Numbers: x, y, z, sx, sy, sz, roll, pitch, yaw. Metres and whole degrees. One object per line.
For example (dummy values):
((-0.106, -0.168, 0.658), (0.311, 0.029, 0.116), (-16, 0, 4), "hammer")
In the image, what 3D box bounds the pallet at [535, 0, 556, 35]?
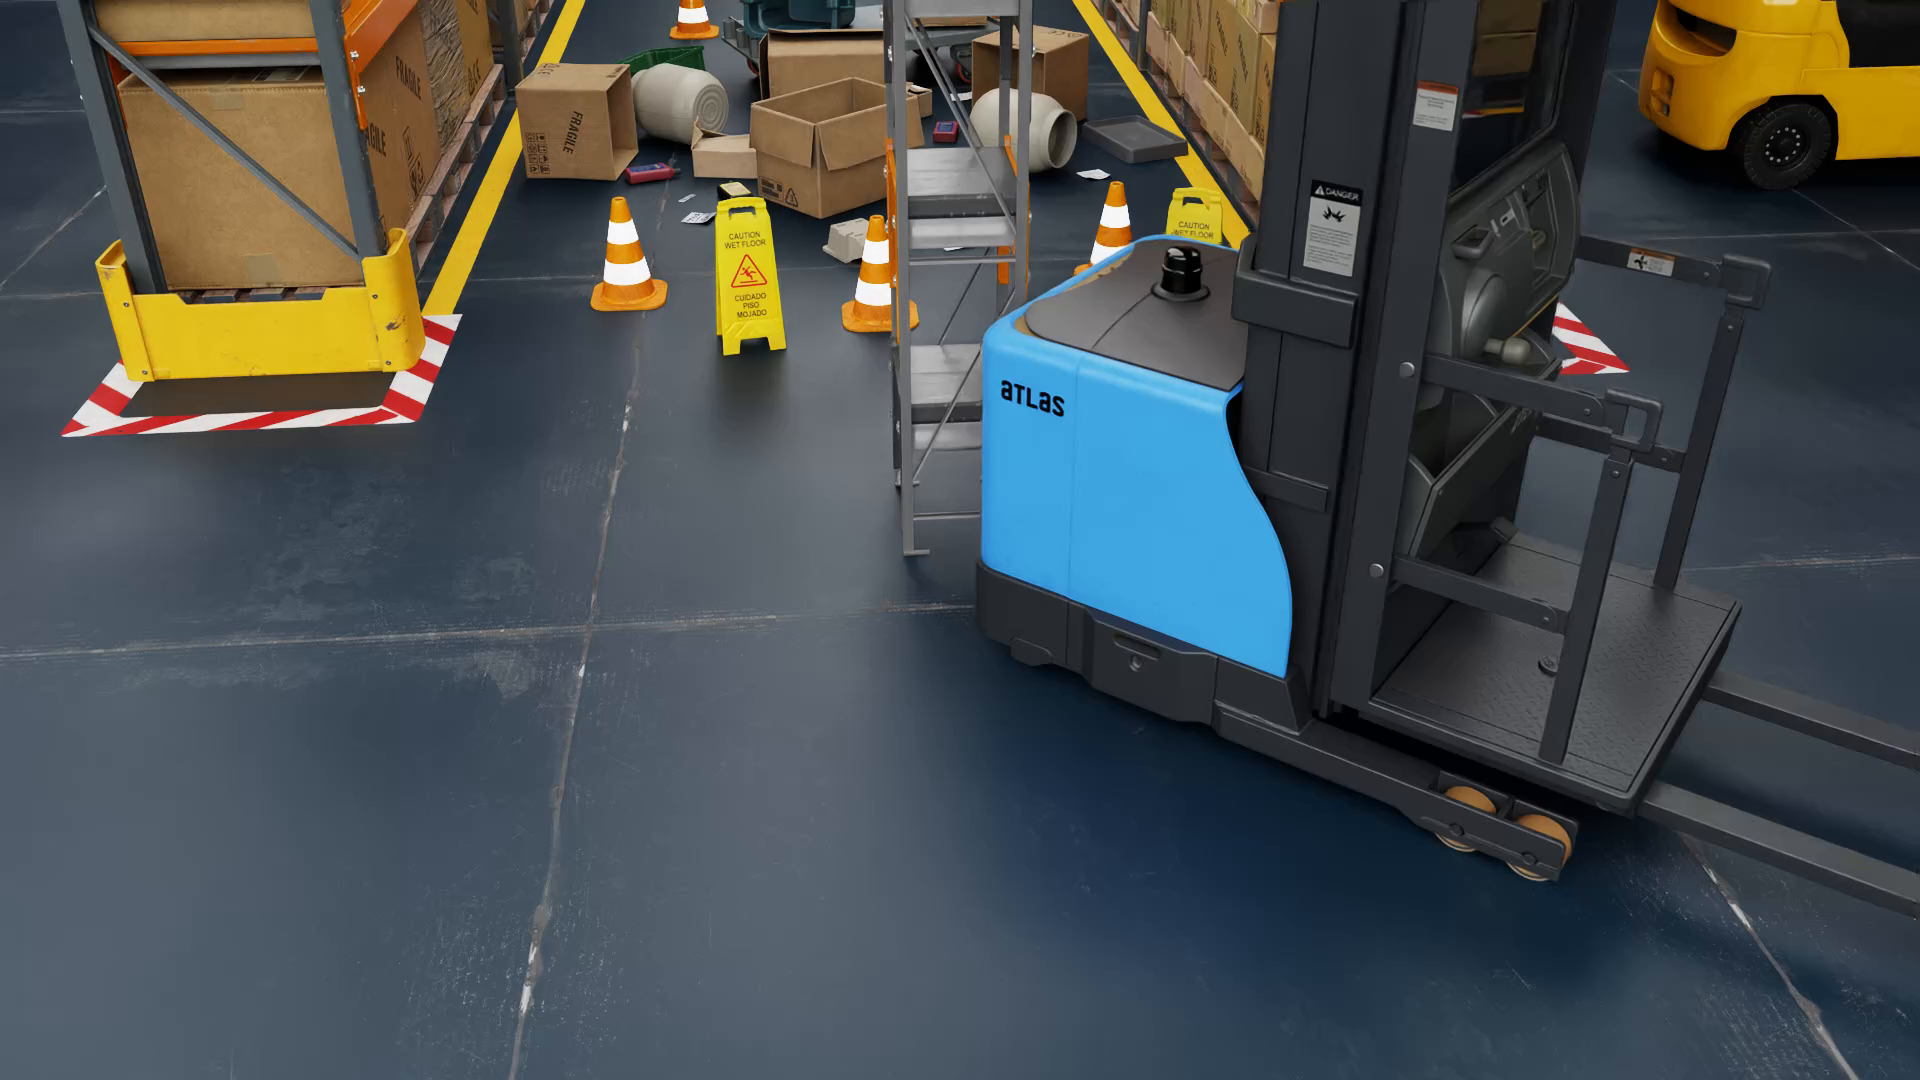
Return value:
((-3.515, -3.925, 12.115), (1.003, 0.211, 1.213), (-3, 31, -5), "pallet")

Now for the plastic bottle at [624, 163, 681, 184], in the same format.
((-1.666, -1.995, 9.030), (0.283, 0.061, 0.133), (-14, 33, -22), "plastic bottle")

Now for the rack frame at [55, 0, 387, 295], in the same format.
((-2.877, -2.065, 6.282), (1.000, 3.000, 0.127), (-3, 31, -5), "rack frame")

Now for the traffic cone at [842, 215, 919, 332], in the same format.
((-0.356, -1.196, 7.300), (0.336, 0.463, 0.334), (-3, 31, -5), "traffic cone")

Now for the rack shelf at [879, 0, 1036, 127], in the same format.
((-0.015, -1.575, 5.001), (0.431, 0.518, 0.480), (-3, 31, -5), "rack shelf")

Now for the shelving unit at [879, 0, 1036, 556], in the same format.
((-0.015, -0.986, 5.353), (0.431, 2.100, 0.503), (-3, 31, -5), "shelving unit")

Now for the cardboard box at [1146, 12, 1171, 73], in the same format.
((1.454, -3.082, 10.256), (0.500, 0.250, 0.500), (-4, 31, -7), "cardboard box")

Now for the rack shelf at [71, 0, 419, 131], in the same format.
((-3.064, -2.777, 8.176), (1.077, 0.370, 4.000), (-3, 31, -5), "rack shelf")

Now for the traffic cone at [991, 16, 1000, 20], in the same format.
((0.158, -3.873, 11.783), (0.336, 0.463, 0.334), (-3, 31, -5), "traffic cone")

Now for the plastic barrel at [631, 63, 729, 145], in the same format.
((-1.618, -2.495, 9.515), (0.512, 0.421, 0.421), (20, 36, 29), "plastic barrel")

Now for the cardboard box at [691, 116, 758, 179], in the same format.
((-1.257, -2.144, 9.081), (0.396, 0.266, 0.258), (2, 31, 4), "cardboard box")

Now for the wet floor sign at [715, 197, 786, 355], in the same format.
((-0.903, -1.134, 7.020), (0.267, 0.644, 0.232), (-8, 32, -13), "wet floor sign")

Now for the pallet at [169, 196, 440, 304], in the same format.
((-3.030, -1.272, 7.674), (1.003, 0.211, 1.213), (-3, 31, -5), "pallet")

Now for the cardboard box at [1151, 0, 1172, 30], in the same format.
((1.454, -3.404, 10.064), (0.500, 0.500, 0.500), (-1, 31, -2), "cardboard box")

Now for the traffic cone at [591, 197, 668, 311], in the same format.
((-1.513, -1.315, 7.500), (0.336, 0.463, 0.334), (-3, 31, -5), "traffic cone")

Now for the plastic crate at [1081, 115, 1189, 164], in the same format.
((0.998, -2.302, 9.525), (0.402, 0.080, 0.583), (-14, 33, -22), "plastic crate")

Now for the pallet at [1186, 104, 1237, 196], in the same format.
((1.883, -2.233, 9.283), (1.003, 0.211, 1.213), (-3, 31, -5), "pallet")

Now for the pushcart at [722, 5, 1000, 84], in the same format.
((-0.598, -3.135, 10.631), (1.648, 0.377, 0.936), (-14, 33, -22), "pushcart")

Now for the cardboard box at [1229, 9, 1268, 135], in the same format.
((1.655, -2.338, 8.280), (0.500, 0.500, 0.500), (-2, 31, -3), "cardboard box")

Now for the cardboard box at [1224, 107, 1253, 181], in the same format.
((1.658, -2.018, 8.476), (0.500, 0.250, 0.500), (-3, 31, -4), "cardboard box")

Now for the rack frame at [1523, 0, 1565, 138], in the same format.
((2.041, -2.354, 6.765), (1.000, 3.000, 0.127), (-3, 31, -5), "rack frame")

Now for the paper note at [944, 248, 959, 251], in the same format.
((-0.029, -1.466, 8.175), (0.148, 0.019, 0.142), (-14, 33, -22), "paper note")

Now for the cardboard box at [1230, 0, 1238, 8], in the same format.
((1.563, -2.798, 8.417), (0.380, 0.149, 0.250), (-1, 31, -2), "cardboard box")

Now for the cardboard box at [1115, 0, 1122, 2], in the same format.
((1.546, -4.083, 11.813), (0.950, 0.372, 0.625), (-1, 31, -1), "cardboard box")

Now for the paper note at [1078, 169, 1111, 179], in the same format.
((0.733, -2.000, 9.069), (0.142, 0.019, 0.148), (-14, 33, -22), "paper note")

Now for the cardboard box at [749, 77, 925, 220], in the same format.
((-0.643, -2.057, 8.704), (0.637, 0.503, 0.797), (27, 40, 37), "cardboard box")

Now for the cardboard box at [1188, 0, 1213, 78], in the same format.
((1.563, -2.866, 9.164), (0.500, 0.500, 0.500), (-1, 31, -2), "cardboard box")

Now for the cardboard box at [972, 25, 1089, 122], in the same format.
((0.413, -2.712, 9.800), (0.500, 0.500, 0.500), (20, 36, 29), "cardboard box")

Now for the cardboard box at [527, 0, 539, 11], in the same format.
((-3.485, -4.127, 11.518), (1.050, 0.750, 0.750), (-3, 31, -5), "cardboard box")

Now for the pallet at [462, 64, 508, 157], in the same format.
((-3.258, -2.518, 9.760), (1.003, 0.211, 1.213), (-3, 31, -5), "pallet")

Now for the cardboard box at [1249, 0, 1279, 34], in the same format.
((1.606, -2.535, 7.976), (0.380, 0.149, 0.250), (-2, 31, -3), "cardboard box")

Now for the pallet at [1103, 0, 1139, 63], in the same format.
((1.594, -3.596, 11.565), (1.003, 0.211, 1.213), (-3, 31, -5), "pallet")

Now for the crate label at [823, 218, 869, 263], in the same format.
((-0.492, -1.454, 8.051), (0.250, 0.136, 0.298), (-20, 36, -30), "crate label")

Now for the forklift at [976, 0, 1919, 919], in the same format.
((1.544, -0.693, 4.052), (3.031, 2.935, 1.130), (20, 36, 30), "forklift")

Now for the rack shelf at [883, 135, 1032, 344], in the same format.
((-0.015, -0.974, 5.360), (0.431, 0.518, 0.480), (-3, 31, -5), "rack shelf")

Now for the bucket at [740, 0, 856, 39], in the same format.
((-0.943, -3.395, 10.219), (0.726, 0.611, 0.620), (8, 22, 13), "bucket")

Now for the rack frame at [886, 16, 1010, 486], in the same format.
((-0.038, -1.111, 5.562), (0.400, 2.100, 0.015), (-3, 31, -5), "rack frame")

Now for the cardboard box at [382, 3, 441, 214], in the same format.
((-3.091, -2.125, 8.045), (0.875, 0.875, 0.875), (-3, 31, -5), "cardboard box")

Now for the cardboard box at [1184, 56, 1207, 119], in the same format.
((1.567, -2.539, 9.347), (0.500, 0.250, 0.500), (-3, 31, -5), "cardboard box")

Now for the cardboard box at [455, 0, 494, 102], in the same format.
((-3.262, -3.051, 9.595), (0.875, 0.875, 0.875), (-2, 31, -4), "cardboard box")
